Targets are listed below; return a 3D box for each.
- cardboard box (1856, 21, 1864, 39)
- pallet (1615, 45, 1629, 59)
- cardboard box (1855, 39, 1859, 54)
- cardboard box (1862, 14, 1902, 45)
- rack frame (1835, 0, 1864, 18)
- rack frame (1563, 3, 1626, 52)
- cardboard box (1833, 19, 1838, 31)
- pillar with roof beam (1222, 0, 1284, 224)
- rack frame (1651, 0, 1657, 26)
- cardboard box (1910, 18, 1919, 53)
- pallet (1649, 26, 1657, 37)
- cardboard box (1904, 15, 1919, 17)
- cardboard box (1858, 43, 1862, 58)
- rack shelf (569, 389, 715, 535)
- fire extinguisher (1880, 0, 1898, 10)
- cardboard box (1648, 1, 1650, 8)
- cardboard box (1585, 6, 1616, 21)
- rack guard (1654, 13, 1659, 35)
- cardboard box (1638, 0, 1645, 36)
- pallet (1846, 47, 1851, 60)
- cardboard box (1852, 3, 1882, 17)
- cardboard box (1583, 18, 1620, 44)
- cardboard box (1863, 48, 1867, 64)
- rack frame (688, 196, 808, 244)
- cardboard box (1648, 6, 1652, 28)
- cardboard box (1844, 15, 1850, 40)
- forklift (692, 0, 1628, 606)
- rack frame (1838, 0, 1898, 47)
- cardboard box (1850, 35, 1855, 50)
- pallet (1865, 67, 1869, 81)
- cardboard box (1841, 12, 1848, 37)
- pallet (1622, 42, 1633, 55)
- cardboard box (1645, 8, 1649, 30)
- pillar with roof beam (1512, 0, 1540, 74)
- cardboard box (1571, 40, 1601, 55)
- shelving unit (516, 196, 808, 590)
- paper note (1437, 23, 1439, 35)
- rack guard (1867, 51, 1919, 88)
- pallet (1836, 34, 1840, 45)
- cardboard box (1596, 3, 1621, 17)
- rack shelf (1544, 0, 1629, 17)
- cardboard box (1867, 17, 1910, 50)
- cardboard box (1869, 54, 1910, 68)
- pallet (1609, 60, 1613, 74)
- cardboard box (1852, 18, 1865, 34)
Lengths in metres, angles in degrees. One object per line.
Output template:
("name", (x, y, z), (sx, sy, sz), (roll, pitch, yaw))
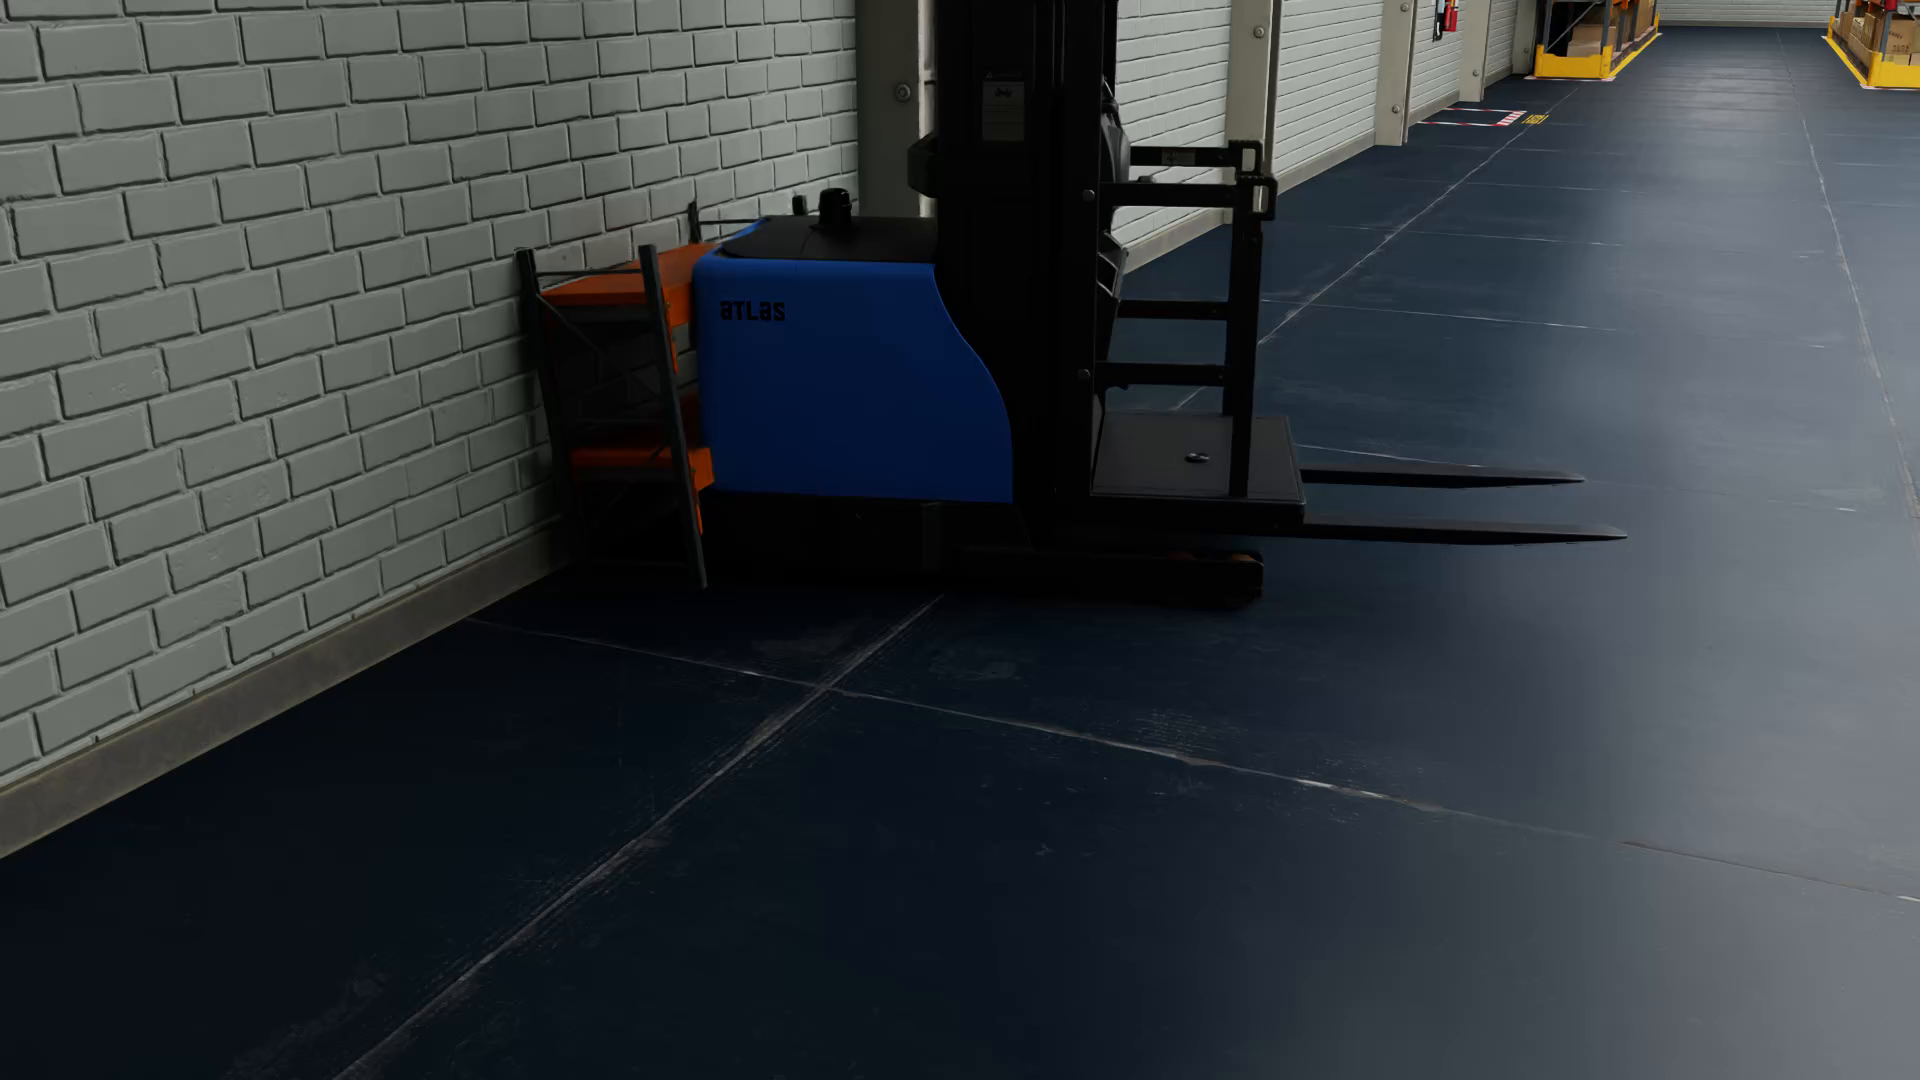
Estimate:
("cardboard box", (16.573, -9.258, 30.166), (0.500, 0.311, 0.500), (8, 21, 23))
("pallet", (12.550, -9.594, 32.630), (1.003, 0.211, 1.213), (9, 21, 23))
("cardboard box", (16.369, -8.840, 29.826), (0.500, 0.250, 0.500), (8, 21, 22))
("cardboard box", (15.582, -8.620, 28.087), (0.500, 0.500, 0.500), (9, 21, 23))
("rack frame", (21.169, -13.285, 38.848), (1.000, 3.000, 0.127), (9, 21, 23))
("rack frame", (11.734, -10.295, 30.441), (1.000, 3.000, 0.127), (9, 21, 23))
("cardboard box", (20.278, -11.764, 38.017), (0.500, 0.250, 0.500), (9, 21, 23))
("pillar with roof beam", (6.150, -6.138, 9.799), (9.100, 9.000, 0.400), (9, 21, 23))
("rack frame", (16.648, -13.963, 40.756), (1.000, 3.000, 0.127), (9, 21, 23))
("cardboard box", (15.243, -7.936, 26.165), (0.500, 0.500, 0.500), (9, 21, 23))
("pallet", (16.392, -12.394, 40.505), (1.003, 0.211, 1.213), (9, 21, 23))
("cardboard box", (15.848, -8.396, 27.458), (0.500, 0.500, 0.500), (9, 21, 23))
("cardboard box", (15.789, -8.419, 28.641), (0.500, 0.250, 0.500), (9, 21, 23))
("rack shelf", (-0.905, -0.317, 5.890), (0.538, 0.278, 1.000), (2, 20, 23))
("fire extinguisher", (14.145, -8.385, 25.185), (0.296, 0.674, 0.183), (9, 21, 23))
("cardboard box", (15.717, -12.361, 38.384), (0.380, 0.149, 0.250), (9, 22, 25))
("cardboard box", (12.198, -10.040, 31.679), (0.500, 0.250, 0.500), (8, 21, 22))
("rack guard", (16.658, -12.793, 41.195), (1.175, 0.500, 0.348), (9, 21, 23))
("cardboard box", (14.158, -11.177, 35.501), (0.750, 0.750, 0.750), (8, 21, 22))
("pallet", (17.520, -9.279, 31.746), (1.003, 0.211, 1.213), (9, 21, 23))
("cardboard box", (18.081, -10.558, 33.135), (0.500, 0.250, 0.500), (9, 22, 25))
("cardboard box", (12.432, -9.867, 32.312), (0.700, 0.500, 0.500), (9, 21, 23))
("cardboard box", (15.170, -7.961, 27.354), (0.500, 0.250, 0.500), (9, 21, 23))
("rack frame", (-0.738, -0.714, 6.255), (0.500, 1.125, 0.032), (2, 20, 23))
("cardboard box", (16.248, -12.603, 40.034), (0.700, 0.500, 0.500), (8, 21, 23))
("cardboard box", (18.483, -10.506, 34.109), (0.500, 0.500, 0.500), (8, 21, 21))
("forklift", (0.683, -1.356, 5.408), (3.031, 2.935, 1.130), (2, 20, 7))
("rack frame", (19.531, -12.062, 35.409), (1.000, 3.000, 0.127), (9, 21, 23))
("cardboard box", (16.998, -9.308, 31.143), (0.500, 0.250, 0.500), (8, 21, 21))
("pallet", (14.892, -7.320, 26.235), (1.003, 0.211, 1.213), (9, 21, 23))
("cardboard box", (19.111, -10.977, 35.433), (0.500, 0.500, 0.500), (8, 21, 20))
("pallet", (13.051, -9.965, 33.675), (1.003, 0.211, 1.213), (9, 21, 23))
("cardboard box", (15.619, -12.128, 38.700), (0.700, 0.500, 0.500), (8, 21, 22))
("pillar with roof beam", (13.521, -11.641, 25.272), (9.100, 9.000, 0.400), (9, 21, 23))
("cardboard box", (10.695, -8.386, 28.429), (0.500, 0.311, 0.500), (11, 22, 27))
("shelving unit", (-0.928, -0.548, 5.814), (0.538, 1.125, 1.048), (2, 20, 23))
("paper note", (5.955, -6.361, 20.693), (0.016, 0.148, 0.142), (9, 21, 23))
("rack guard", (14.607, -7.209, 25.493), (1.175, 0.500, 0.348), (9, 21, 23))
("pallet", (19.813, -10.958, 36.467), (1.003, 0.211, 1.213), (9, 21, 23))
("cardboard box", (12.834, -10.508, 32.994), (0.500, 0.250, 0.500), (9, 21, 24))
("rack shelf", (10.915, -9.345, 28.842), (1.077, 0.370, 4.000), (9, 21, 23))
("cardboard box", (14.961, -8.162, 26.800), (0.500, 0.500, 0.500), (9, 21, 23))
("cardboard box", (14.567, -7.501, 26.060), (0.500, 0.250, 0.500), (9, 21, 23))
("pallet", (10.492, -8.025, 28.220), (1.003, 0.211, 1.213), (9, 21, 23))
("cardboard box", (17.203, -9.724, 31.476), (0.500, 0.311, 0.500), (8, 21, 21))
